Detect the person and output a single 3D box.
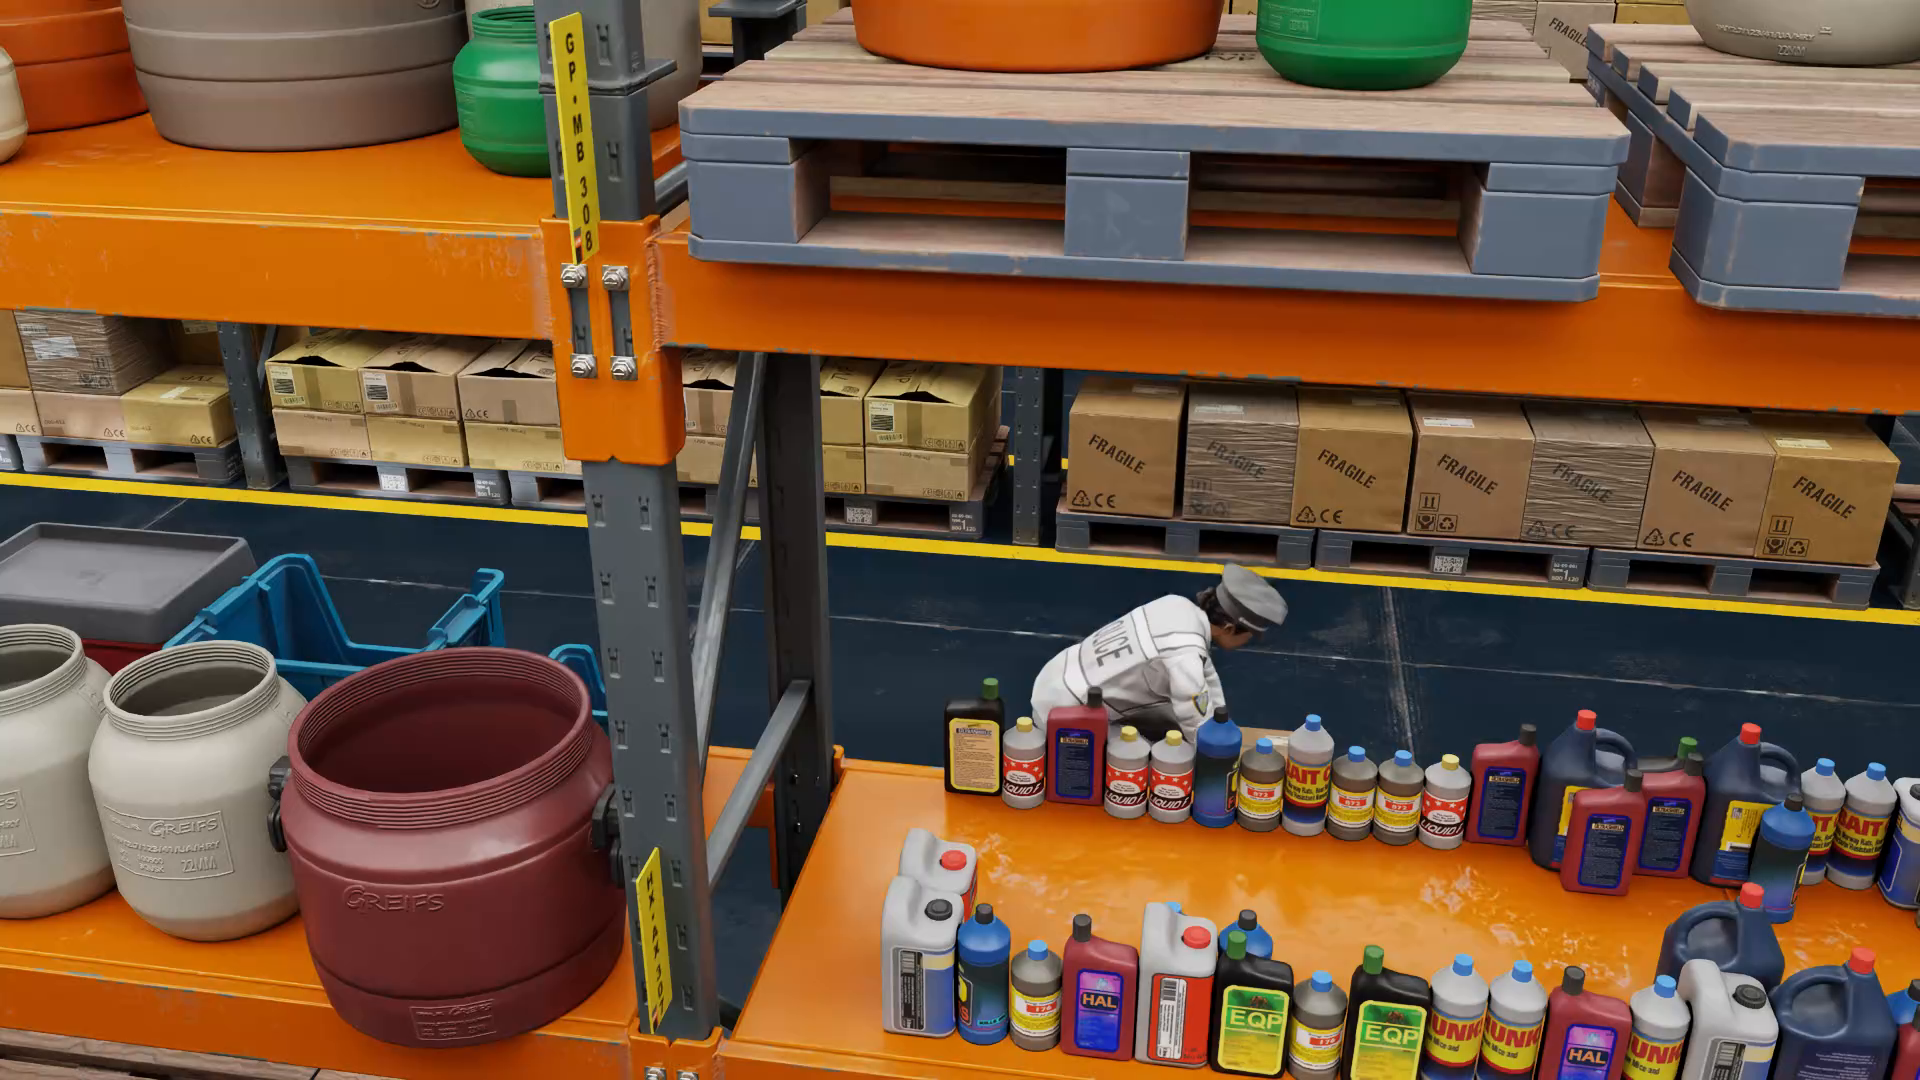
[{"bbox_3d":[0.655,0.580,5.571,0.811,1.073,0.504,4,25,8],"label":"person"}]
